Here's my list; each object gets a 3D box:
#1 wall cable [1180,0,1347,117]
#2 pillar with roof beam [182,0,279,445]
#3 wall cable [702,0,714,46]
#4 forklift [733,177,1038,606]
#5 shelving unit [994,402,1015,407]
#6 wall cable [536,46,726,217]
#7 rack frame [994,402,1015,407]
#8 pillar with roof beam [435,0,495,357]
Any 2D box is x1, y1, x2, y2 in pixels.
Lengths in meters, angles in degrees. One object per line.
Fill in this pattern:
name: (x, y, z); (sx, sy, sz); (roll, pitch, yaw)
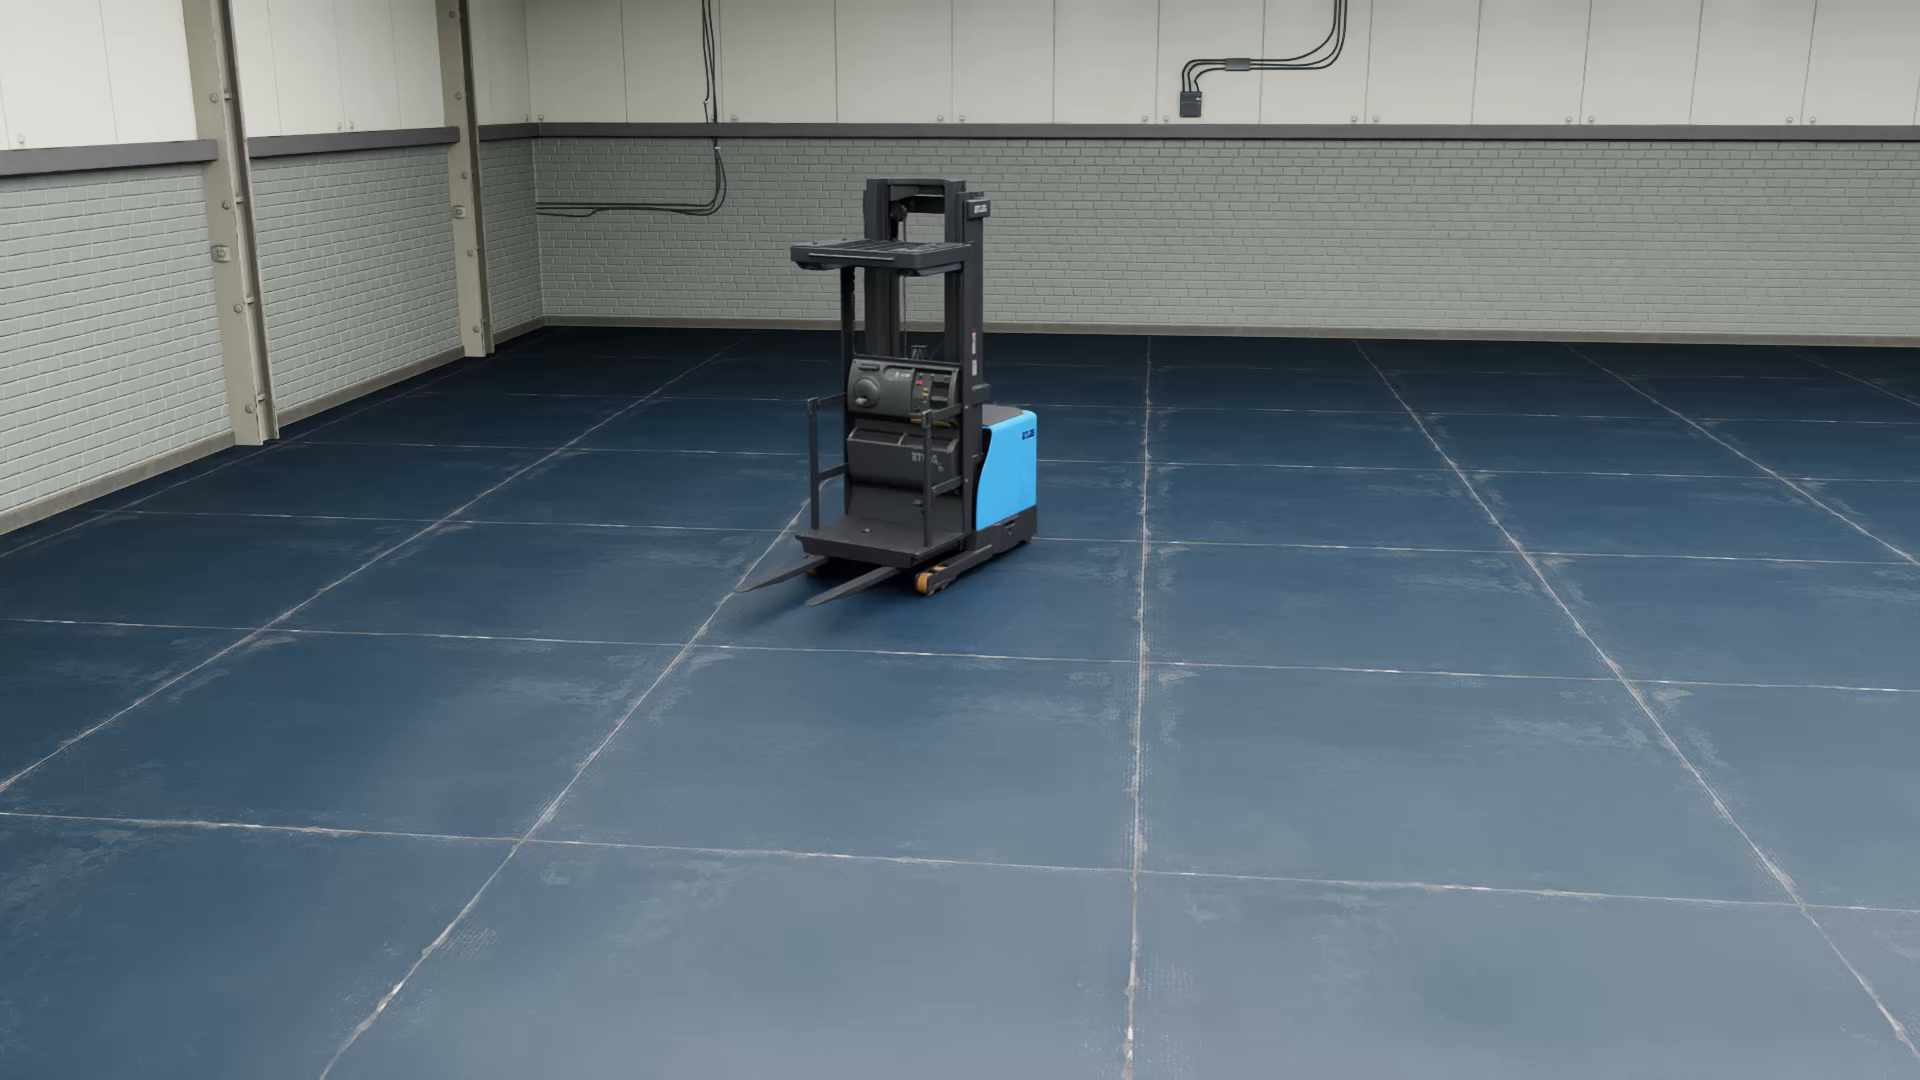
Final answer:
wall cable: (4.343, -9.025, 23.282); (2.305, 6.003, 0.169); (2, 15, 6)
pillar with roof beam: (-3.134, -5.259, 15.870); (9.100, 9.000, 0.400); (2, 15, 6)
wall cable: (-2.400, -8.526, 24.227); (3.097, 2.526, 0.112); (2, 15, 6)
forklift: (-0.534, -1.147, 12.290); (1.130, 2.935, 3.031); (8, 17, 29)
shelving unit: (0.312, -0.608, 13.901); (0.215, 1.050, 0.252); (8, 17, 29)
wall cable: (-5.088, -6.168, 25.181); (3.097, 2.526, 0.112); (2, 15, 6)
rack frame: (0.372, -0.636, 14.003); (0.200, 1.050, 0.008); (8, 17, 29)
pillar with roof beam: (-2.457, -6.815, 21.625); (9.100, 9.000, 0.400); (2, 15, 6)
